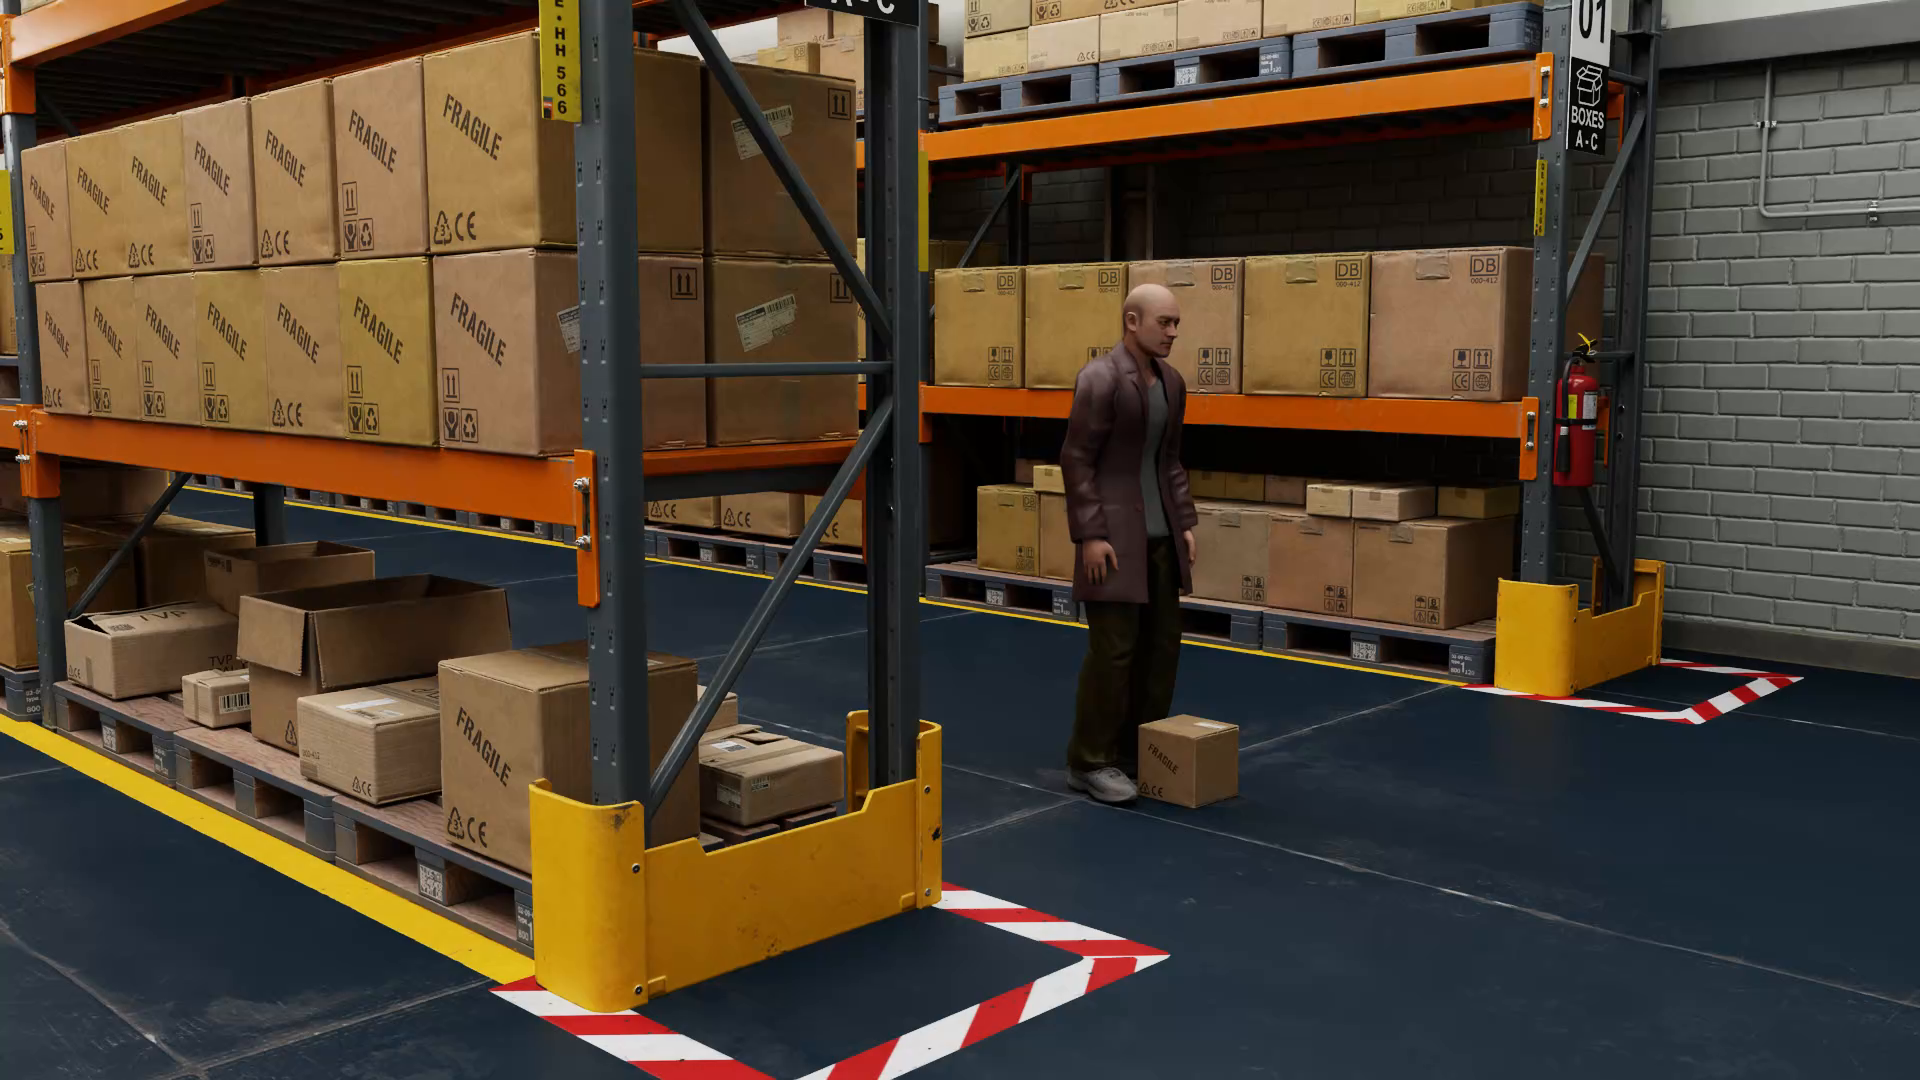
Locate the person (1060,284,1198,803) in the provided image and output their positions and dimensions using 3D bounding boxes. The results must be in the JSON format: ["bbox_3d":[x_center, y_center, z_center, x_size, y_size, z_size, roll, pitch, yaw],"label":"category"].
[{"bbox_3d":[0.613,0.058,5.875,0.425,1.644,0.644,7,10,44],"label":"person"}]
